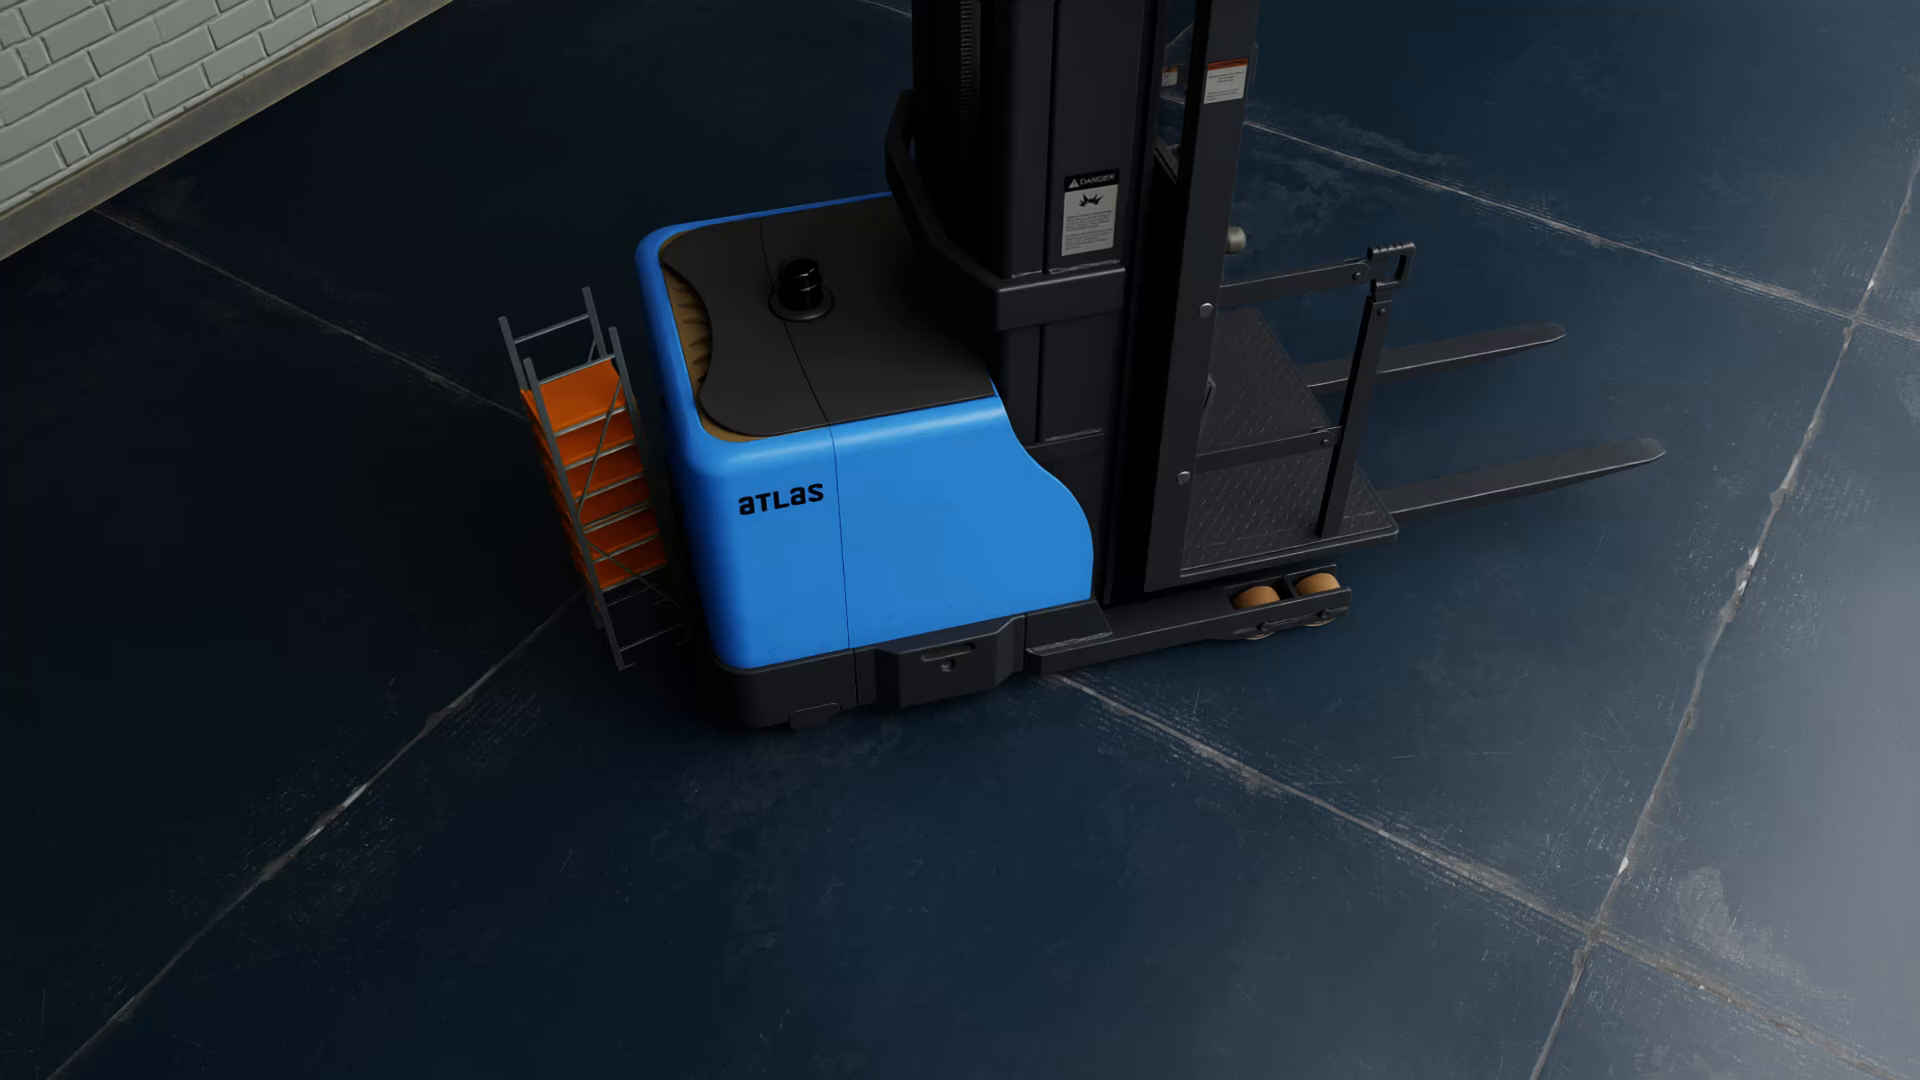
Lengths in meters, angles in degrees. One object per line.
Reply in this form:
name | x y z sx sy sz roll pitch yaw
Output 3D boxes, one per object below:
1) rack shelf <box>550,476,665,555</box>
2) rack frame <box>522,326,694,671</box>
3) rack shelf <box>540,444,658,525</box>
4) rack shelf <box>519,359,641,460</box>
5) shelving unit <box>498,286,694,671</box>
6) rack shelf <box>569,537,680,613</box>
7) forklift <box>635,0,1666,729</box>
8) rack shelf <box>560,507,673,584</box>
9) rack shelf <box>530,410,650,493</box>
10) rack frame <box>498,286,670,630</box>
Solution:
rack shelf | -0.965 -0.097 4.561 0.258 0.103 0.180 -24 50 -18
rack frame | -0.922 -0.070 4.472 0.240 1.200 0.006 -24 50 -18
rack shelf | -0.970 -0.178 4.473 0.258 0.103 0.180 -24 50 -18
rack shelf | -0.980 -0.342 4.297 0.258 0.103 0.180 -24 50 -18
shelving unit | -0.967 -0.127 4.528 0.258 1.200 0.189 -24 50 -18
rack shelf | -0.955 0.066 4.736 0.258 0.103 0.180 -24 50 -18
forklift | 0.665 -1.080 4.256 3.031 2.935 1.130 -11 47 -11
rack shelf | -0.960 -0.015 4.649 0.258 0.103 0.180 -24 50 -18
rack shelf | -0.975 -0.260 4.385 0.258 0.103 0.180 -24 50 -18
rack frame | -1.012 -0.184 4.584 0.240 1.200 0.006 -24 50 -18
